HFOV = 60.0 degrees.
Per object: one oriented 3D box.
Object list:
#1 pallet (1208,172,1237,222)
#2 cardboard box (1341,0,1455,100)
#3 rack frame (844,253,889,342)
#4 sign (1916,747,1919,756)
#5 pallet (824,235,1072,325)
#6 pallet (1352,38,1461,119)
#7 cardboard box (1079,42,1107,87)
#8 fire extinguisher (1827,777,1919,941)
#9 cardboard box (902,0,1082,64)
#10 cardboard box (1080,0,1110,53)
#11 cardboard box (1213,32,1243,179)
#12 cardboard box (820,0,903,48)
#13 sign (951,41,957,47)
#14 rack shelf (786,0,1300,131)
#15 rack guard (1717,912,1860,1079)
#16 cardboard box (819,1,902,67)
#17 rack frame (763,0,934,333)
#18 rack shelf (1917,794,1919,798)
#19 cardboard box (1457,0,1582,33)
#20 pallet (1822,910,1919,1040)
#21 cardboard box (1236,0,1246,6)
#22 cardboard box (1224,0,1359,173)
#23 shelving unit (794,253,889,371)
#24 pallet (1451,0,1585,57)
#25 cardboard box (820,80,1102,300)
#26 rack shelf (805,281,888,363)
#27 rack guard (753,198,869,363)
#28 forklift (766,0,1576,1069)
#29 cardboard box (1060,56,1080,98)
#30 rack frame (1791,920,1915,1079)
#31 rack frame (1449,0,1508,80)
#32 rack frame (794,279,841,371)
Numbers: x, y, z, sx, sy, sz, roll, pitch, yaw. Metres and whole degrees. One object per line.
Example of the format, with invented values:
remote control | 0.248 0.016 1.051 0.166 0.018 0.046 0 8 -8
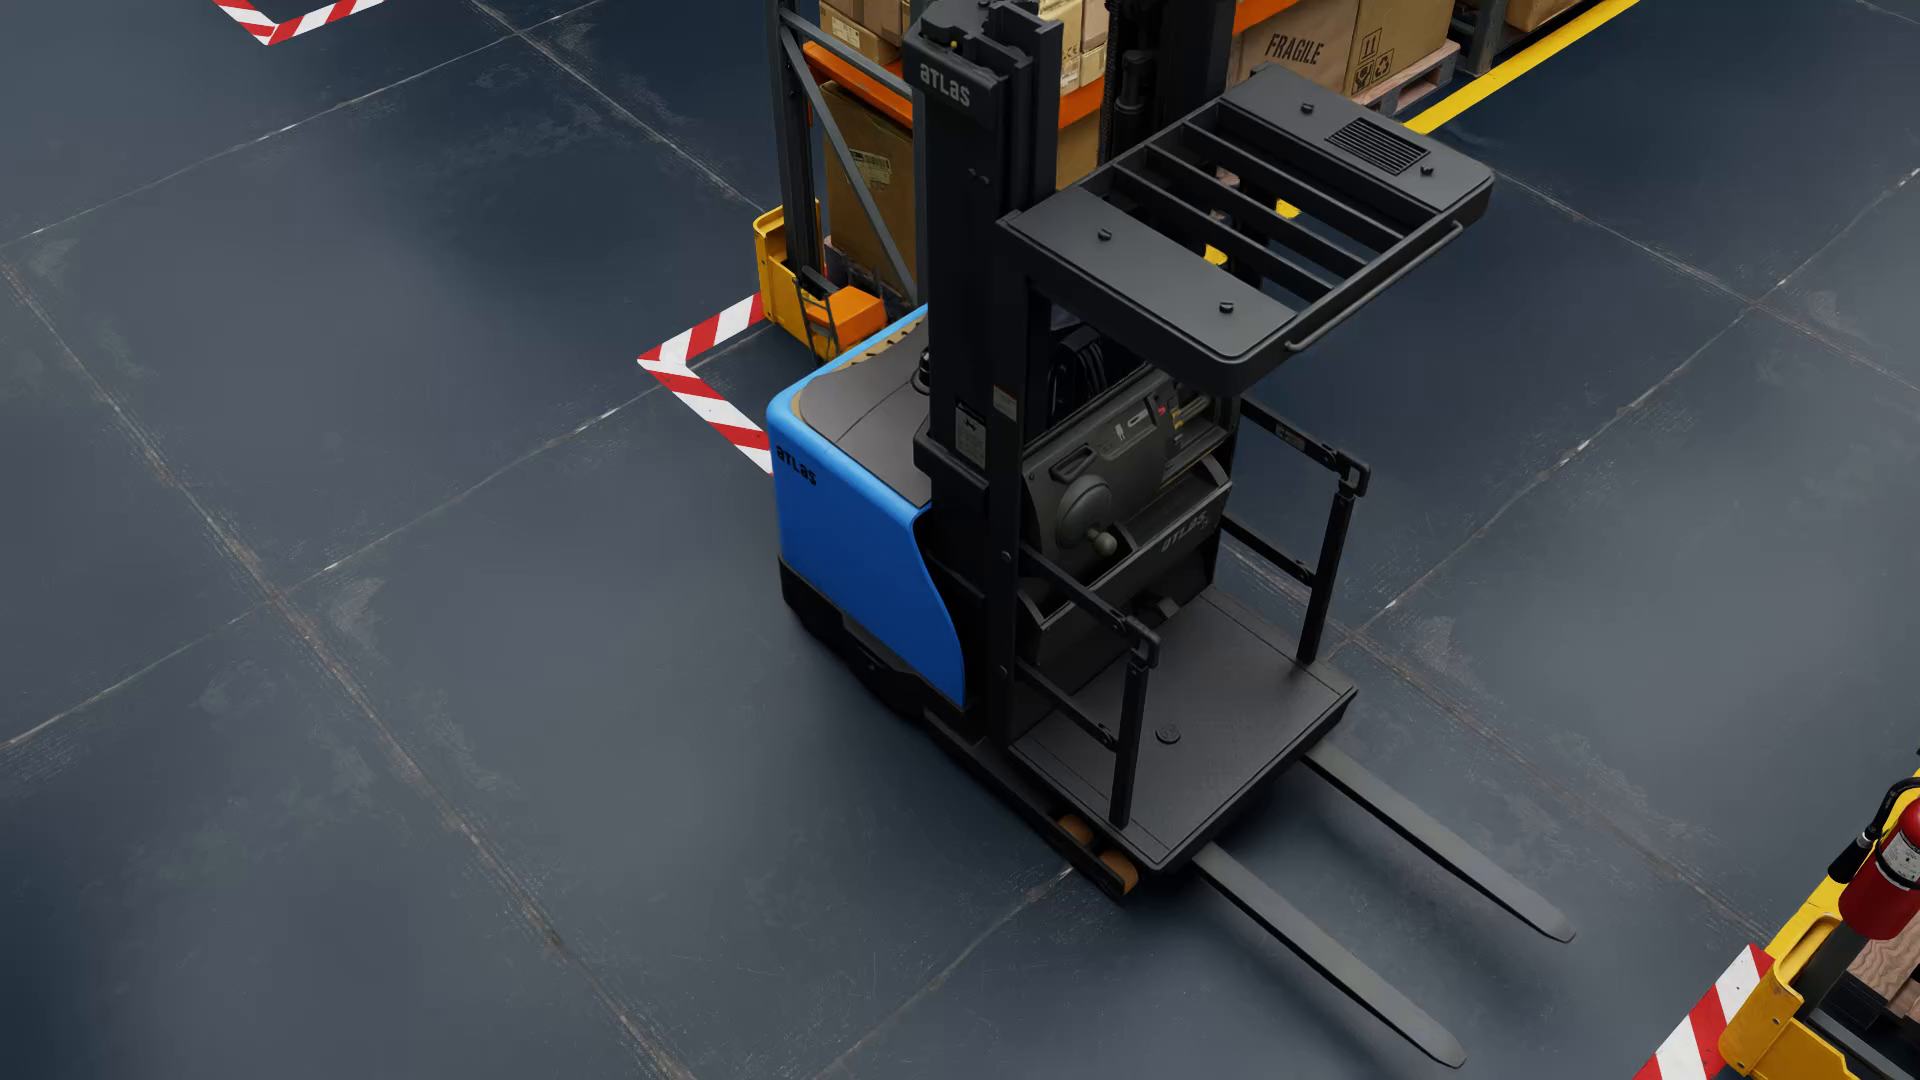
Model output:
pallet | 1.029 -1.964 8.472 1.213 0.211 1.003 -34 56 -27
cardboard box | 2.005 -2.989 8.680 0.875 0.875 0.875 -34 56 -27
rack frame | -0.306 -0.662 6.682 0.008 1.050 0.200 -34 43 -28
sign | 2.538 0.475 4.213 0.005 0.325 0.100 -34 56 -27
pallet | 0.127 -1.364 7.918 1.213 0.211 1.003 -34 56 -27
pallet | 1.932 -2.570 9.031 1.213 0.211 1.003 -34 56 -27
cardboard box | 0.451 -2.037 6.813 0.250 0.149 0.380 -35 56 -28
fire extinguisher | 2.503 0.802 4.329 0.183 0.674 0.296 -34 56 -27
cardboard box | 0.125 -2.012 6.519 0.500 0.250 0.500 -35 56 -28
cardboard box | 0.505 -2.273 6.759 0.500 0.250 0.500 -34 56 -28
cardboard box | 0.681 -2.104 7.863 0.875 0.875 0.875 -34 56 -27
cardboard box | -0.232 -2.306 6.789 0.500 0.250 0.500 -35 56 -28
sign | -0.043 -1.887 5.861 0.005 0.325 0.100 -34 56 -27
rack shelf | 1.068 -2.617 7.666 4.000 0.370 1.077 -34 56 -27
rack guard | 2.911 1.688 4.906 0.348 0.500 1.175 -34 56 -27
cardboard box | -0.370 -2.142 6.909 0.250 0.149 0.380 -33 55 -27
rack frame | -0.412 -1.872 6.489 0.127 3.000 1.000 -34 56 -27
rack shelf | 4.400 0.077 5.181 4.000 0.370 1.077 -34 56 -27
cardboard box | 3.008 -3.599 9.243 0.875 0.875 1.225 -34 56 -27
pallet | 3.556 1.380 5.386 1.213 0.211 1.003 -34 56 -27
cardboard box | 1.022 -2.420 7.166 0.250 0.149 0.380 -34 56 -27
cardboard box | 1.339 -2.544 8.269 0.875 0.875 0.875 -34 56 -27
shelving unit | -0.395 -0.602 6.625 0.252 1.050 0.215 -34 43 -28
pallet | 3.068 -3.326 9.729 1.213 0.211 1.003 -34 56 -27
cardboard box | 0.008 -1.654 7.448 0.875 0.875 0.875 -34 56 -27
rack shelf | -0.435 -0.815 6.459 0.240 0.259 0.215 -34 43 -28
rack guard | -0.430 -1.012 7.397 0.348 0.500 1.175 -34 56 -27
forklift | 0.690 -0.213 5.006 1.130 2.935 3.031 -35 56 -28
cardboard box | 0.261 -1.910 6.696 0.250 0.149 0.380 -35 56 -28
rack frame | 2.920 0.821 4.004 0.127 3.000 1.000 -34 56 -27
rack frame | 2.547 -3.850 8.314 0.127 3.000 1.000 -34 56 -27
rack frame | -0.485 -0.541 6.569 0.008 1.050 0.200 -34 43 -28
